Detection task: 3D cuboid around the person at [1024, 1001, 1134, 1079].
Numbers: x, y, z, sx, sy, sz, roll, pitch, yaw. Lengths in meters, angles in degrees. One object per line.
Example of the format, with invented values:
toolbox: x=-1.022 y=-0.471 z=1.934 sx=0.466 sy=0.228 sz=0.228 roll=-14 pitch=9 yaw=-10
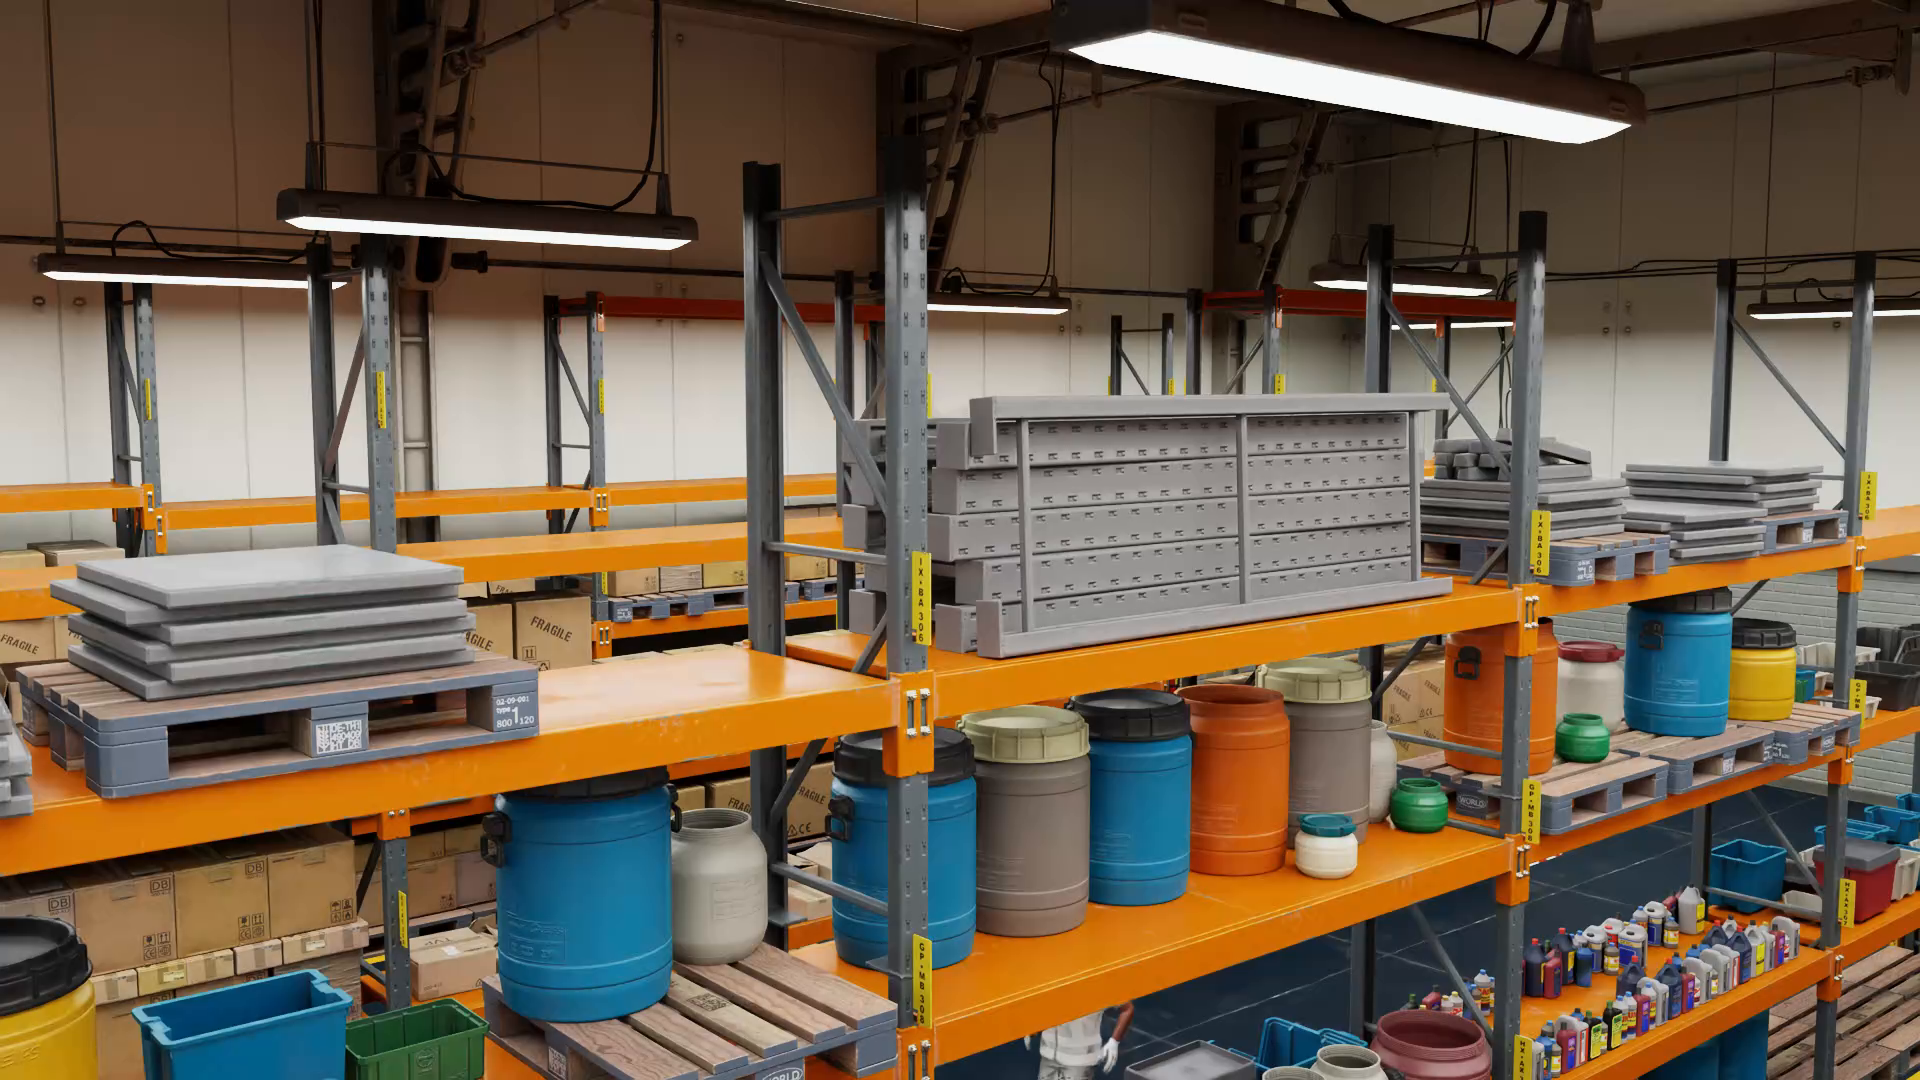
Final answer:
person: x=0.677 y=3.283 z=10.553 sx=0.703 sy=1.731 sz=0.613 roll=5 pitch=7 yaw=42
